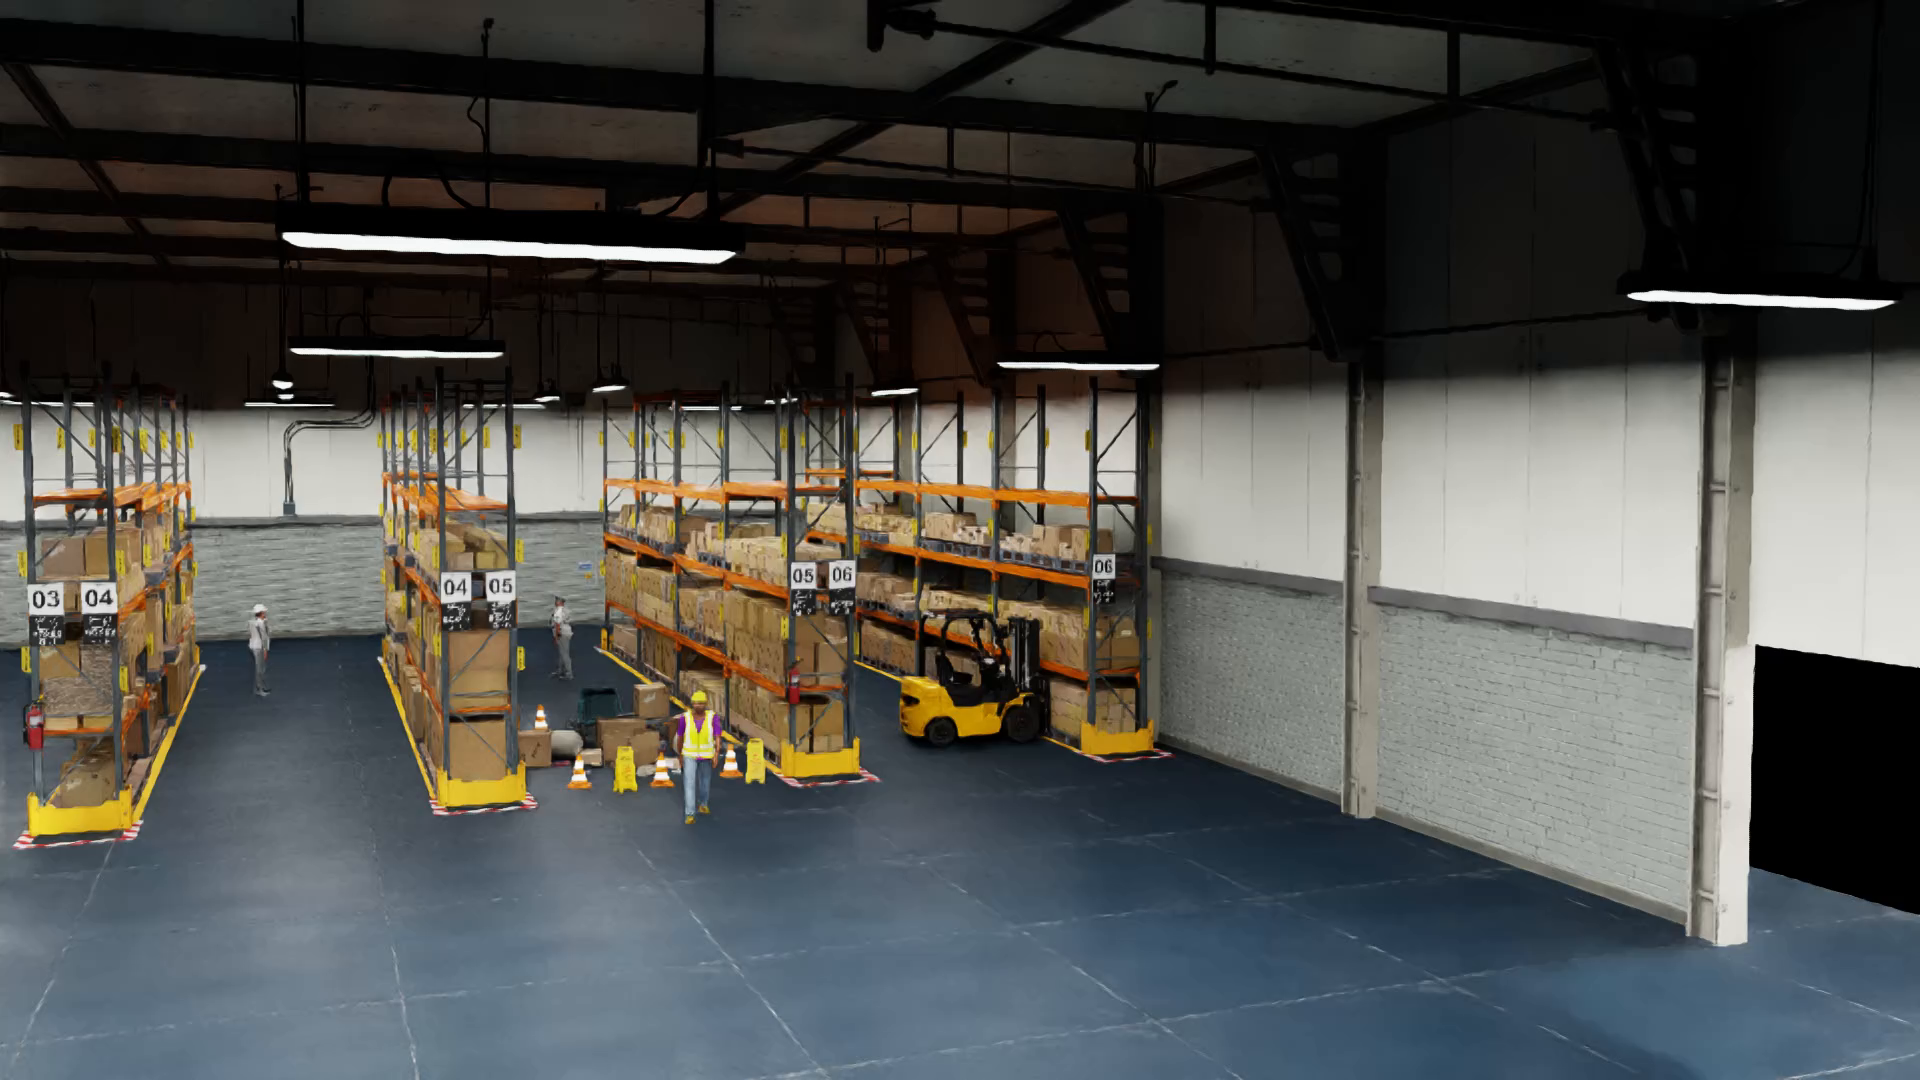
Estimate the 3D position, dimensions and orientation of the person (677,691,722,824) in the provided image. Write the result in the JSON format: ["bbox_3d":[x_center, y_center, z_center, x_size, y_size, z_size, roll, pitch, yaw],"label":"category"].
[{"bbox_3d":[-3.417,2.825,21.836,0.566,1.708,1.042,-1,4,-13],"label":"person"}]

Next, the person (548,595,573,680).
[{"bbox_3d":[-8.373,2.022,34.795,0.589,1.744,0.668,0,3,1],"label":"person"}]

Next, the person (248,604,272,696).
[{"bbox_3d":[-13.671,2.138,32.585,0.463,1.782,0.598,-3,5,-42],"label":"person"}]
